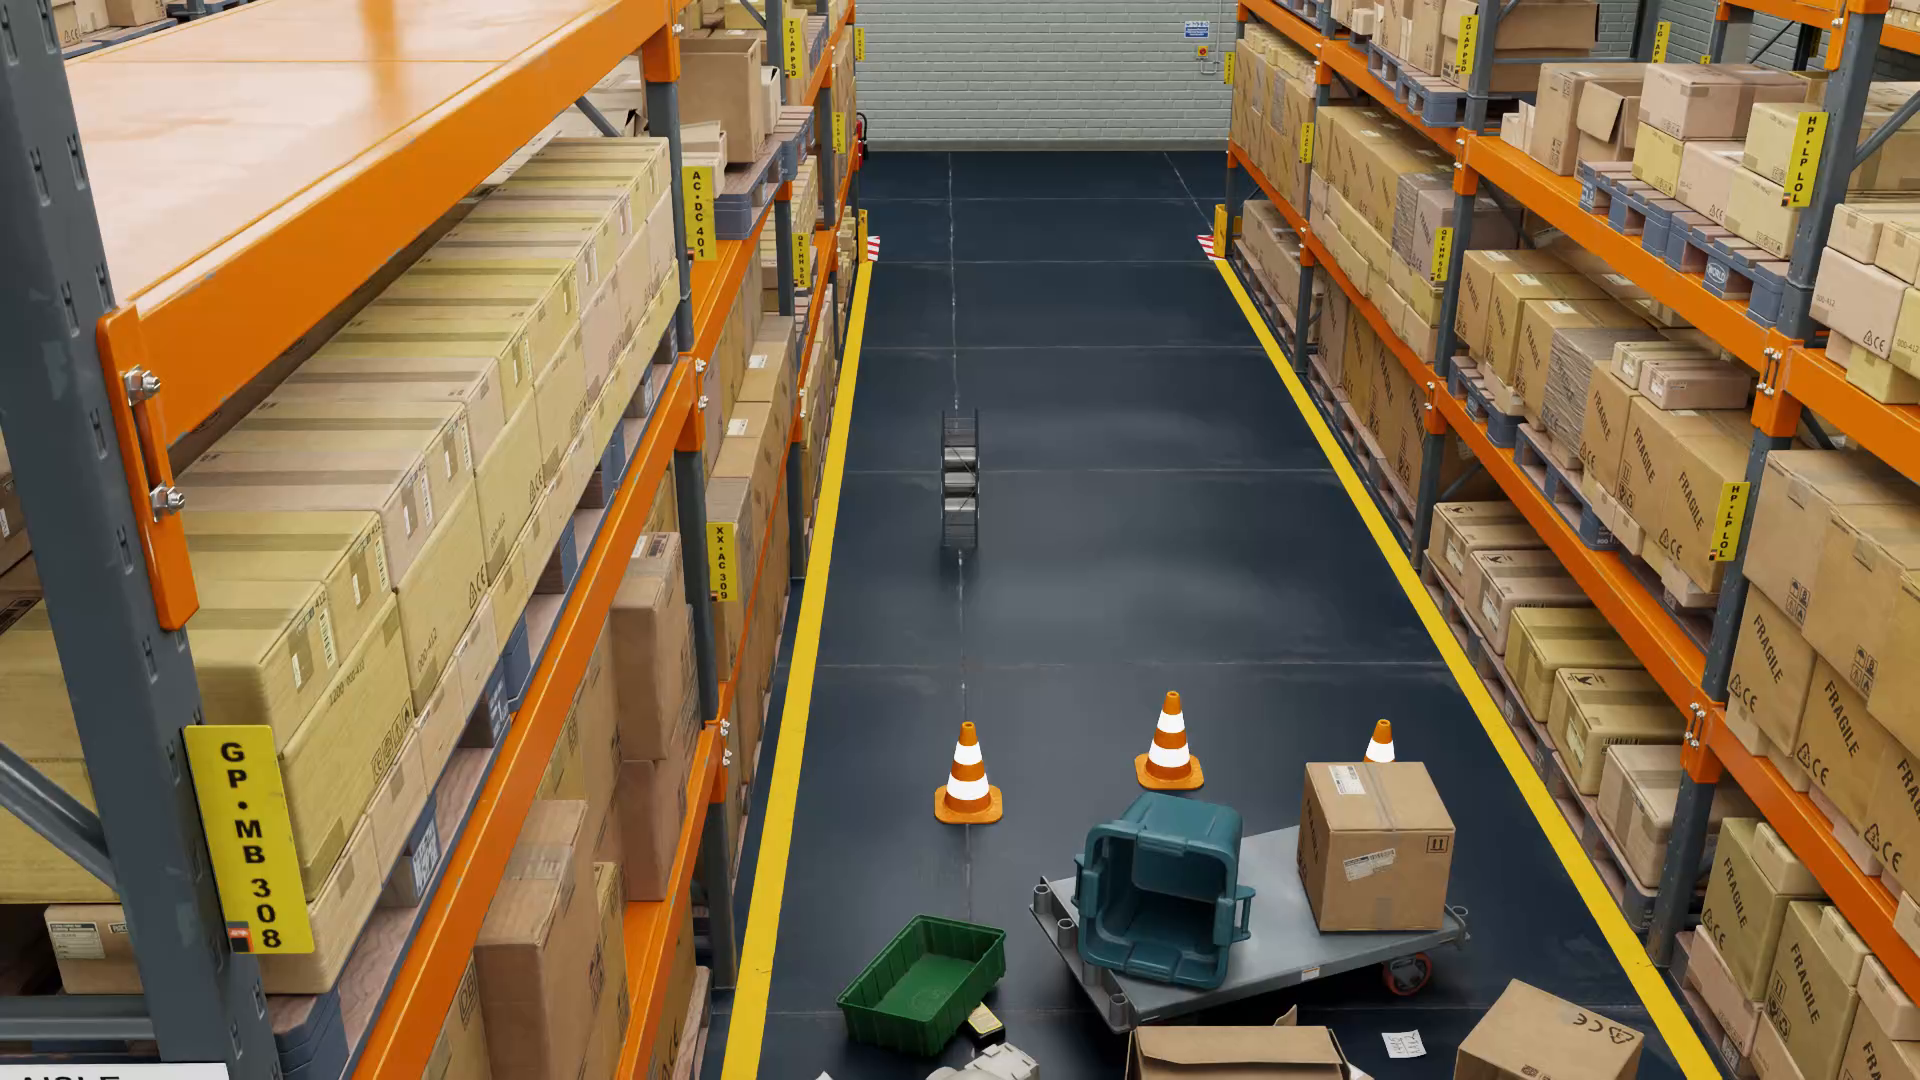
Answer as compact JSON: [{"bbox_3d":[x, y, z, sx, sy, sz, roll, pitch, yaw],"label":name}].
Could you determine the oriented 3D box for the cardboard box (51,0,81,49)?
[{"bbox_3d":[-6.501,-3.596,11.286,0.797,0.503,0.637,-1,24,-1],"label":"cardboard box"}]

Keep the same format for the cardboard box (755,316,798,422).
[{"bbox_3d":[-1.223,-0.991,9.680,0.500,0.500,0.500,0,24,-1],"label":"cardboard box"}]

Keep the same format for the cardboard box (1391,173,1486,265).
[{"bbox_3d":[3.171,-2.118,10.959,0.500,0.500,0.500,0,24,0],"label":"cardboard box"}]

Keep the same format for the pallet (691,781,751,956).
[{"bbox_3d":[-1.537,1.471,7.741,1.003,0.211,1.213,0,24,-1],"label":"pallet"}]

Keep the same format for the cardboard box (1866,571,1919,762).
[{"bbox_3d":[3.246,0.418,4.991,0.700,0.500,0.500,-1,24,-2],"label":"cardboard box"}]

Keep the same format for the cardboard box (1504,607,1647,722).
[{"bbox_3d":[3.467,0.661,8.827,0.950,0.372,0.625,1,24,1],"label":"cardboard box"}]

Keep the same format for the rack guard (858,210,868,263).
[{"bbox_3d":[-1.583,-3.256,17.843,1.175,0.500,0.348,0,24,-1],"label":"rack guard"}]

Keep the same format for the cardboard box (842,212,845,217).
[{"bbox_3d":[-1.380,-3.269,17.066,0.380,0.149,0.250,0,24,0],"label":"cardboard box"}]

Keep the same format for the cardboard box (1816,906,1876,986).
[{"bbox_3d":[3.181,1.386,5.674,0.380,0.149,0.250,1,24,1],"label":"cardboard box"}]

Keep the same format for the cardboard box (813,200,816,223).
[{"bbox_3d":[-1.334,-2.585,13.121,0.380,0.149,0.250,0,24,0],"label":"cardboard box"}]

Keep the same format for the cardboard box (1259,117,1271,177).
[{"bbox_3d":[3.126,-3.713,15.697,0.500,0.500,0.500,1,24,1],"label":"cardboard box"}]

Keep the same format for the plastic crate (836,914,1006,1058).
[{"bbox_3d":[-0.141,1.839,6.886,0.450,0.188,0.662,3,22,31],"label":"plastic crate"}]

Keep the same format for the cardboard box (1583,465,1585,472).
[{"bbox_3d":[3.317,-0.363,8.207,0.380,0.149,0.250,-1,24,-2],"label":"cardboard box"}]

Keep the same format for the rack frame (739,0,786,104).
[{"bbox_3d":[-1.497,-3.863,8.872,1.000,3.000,0.127,0,24,-1],"label":"rack frame"}]

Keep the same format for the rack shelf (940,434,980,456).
[{"bbox_3d":[0.000,-0.629,10.974,0.258,0.077,0.200,0,24,-1],"label":"rack shelf"}]

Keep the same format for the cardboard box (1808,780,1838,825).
[{"bbox_3d":[3.266,0.913,5.896,0.380,0.149,0.250,0,24,-1],"label":"cardboard box"}]

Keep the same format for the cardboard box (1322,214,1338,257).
[{"bbox_3d":[3.156,-2.378,13.050,0.500,0.250,0.500,-1,24,-2],"label":"cardboard box"}]

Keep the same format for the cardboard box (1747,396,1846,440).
[{"bbox_3d":[3.771,-0.319,7.323,0.500,0.500,0.500,0,24,0],"label":"cardboard box"}]

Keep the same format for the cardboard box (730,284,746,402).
[{"bbox_3d":[-1.487,-1.026,8.545,0.700,0.500,0.500,-1,24,-1],"label":"cardboard box"}]

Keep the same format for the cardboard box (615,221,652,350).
[{"bbox_3d":[-1.186,-0.743,4.802,0.500,0.250,0.500,0,24,-1],"label":"cardboard box"}]

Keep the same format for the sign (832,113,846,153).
[{"bbox_3d":[-0.985,-3.310,13.523,0.100,0.325,0.005,0,24,-1],"label":"sign"}]

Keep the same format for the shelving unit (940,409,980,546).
[{"bbox_3d":[0.000,-0.413,11.072,0.258,0.900,0.210,0,24,-1],"label":"shelving unit"}]

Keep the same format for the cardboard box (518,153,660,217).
[{"bbox_3d":[-1.128,-1.081,5.066,0.380,0.149,0.250,0,24,-1],"label":"cardboard box"}]

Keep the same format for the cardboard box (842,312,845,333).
[{"bbox_3d":[-1.226,-1.932,14.831,0.380,0.149,0.250,0,24,1],"label":"cardboard box"}]

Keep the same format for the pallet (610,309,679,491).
[{"bbox_3d":[-1.455,-0.471,5.119,1.003,0.211,1.213,0,24,-1],"label":"pallet"}]

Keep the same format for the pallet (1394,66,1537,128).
[{"bbox_3d":[3.392,-2.740,10.257,1.213,0.211,1.003,1,24,2],"label":"pallet"}]

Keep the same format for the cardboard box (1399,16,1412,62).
[{"bbox_3d":[3.087,-3.257,10.824,0.396,0.266,0.258,-1,24,-2],"label":"cardboard box"}]

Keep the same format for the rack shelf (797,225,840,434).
[{"bbox_3d":[-1.519,-1.626,12.079,1.077,0.370,4.000,0,24,-1],"label":"rack shelf"}]

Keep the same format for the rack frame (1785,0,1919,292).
[{"bbox_3d":[3.496,-2.279,5.369,1.000,3.000,0.127,0,24,-1],"label":"rack frame"}]

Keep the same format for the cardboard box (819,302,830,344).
[{"bbox_3d":[-1.287,-1.655,12.882,0.500,0.250,0.500,1,24,2],"label":"cardboard box"}]

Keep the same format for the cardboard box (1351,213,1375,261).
[{"bbox_3d":[3.151,-2.188,12.023,0.500,0.250,0.500,-1,24,-2],"label":"cardboard box"}]

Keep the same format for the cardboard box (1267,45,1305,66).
[{"bbox_3d":[3.066,-4.500,15.439,0.380,0.149,0.250,-1,24,-2],"label":"cardboard box"}]

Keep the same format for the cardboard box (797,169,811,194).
[{"bbox_3d":[-1.336,-2.744,12.751,0.380,0.149,0.250,-1,24,-2],"label":"cardboard box"}]

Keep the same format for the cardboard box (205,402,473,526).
[{"bbox_3d":[-1.102,-0.138,2.981,0.380,0.149,0.250,0,24,0],"label":"cardboard box"}]

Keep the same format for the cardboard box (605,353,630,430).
[{"bbox_3d":[-1.118,-0.404,4.537,0.380,0.149,0.250,0,24,0],"label":"cardboard box"}]

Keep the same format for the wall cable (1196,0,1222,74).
[{"bbox_3d":[3.280,-7.291,22.460,0.585,1.953,0.123,0,24,-1],"label":"wall cable"}]

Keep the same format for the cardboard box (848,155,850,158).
[{"bbox_3d":[-1.289,-3.868,16.467,0.380,0.149,0.250,0,24,1],"label":"cardboard box"}]

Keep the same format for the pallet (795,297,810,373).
[{"bbox_3d":[-1.611,-1.336,10.796,1.213,0.211,1.003,0,24,-1],"label":"pallet"}]

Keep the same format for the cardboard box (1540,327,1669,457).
[{"bbox_3d":[3.248,-0.740,8.255,0.500,0.500,0.500,-1,24,-3],"label":"cardboard box"}]

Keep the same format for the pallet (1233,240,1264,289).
[{"bbox_3d":[3.452,-2.891,17.385,1.003,0.211,1.213,0,24,-1],"label":"pallet"}]

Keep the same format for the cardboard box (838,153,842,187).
[{"bbox_3d":[-1.306,-3.368,14.575,0.500,0.500,0.500,0,24,-1],"label":"cardboard box"}]

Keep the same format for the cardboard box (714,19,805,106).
[{"bbox_3d":[-1.249,-2.985,10.448,0.500,0.500,0.500,0,24,-1],"label":"cardboard box"}]

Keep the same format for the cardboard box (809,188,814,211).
[{"bbox_3d":[-1.335,-2.617,12.830,0.380,0.149,0.250,1,24,2],"label":"cardboard box"}]

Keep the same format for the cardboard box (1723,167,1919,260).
[{"bbox_3d":[3.344,-1.275,6.462,0.500,0.250,0.500,-1,24,-2],"label":"cardboard box"}]

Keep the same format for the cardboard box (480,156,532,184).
[{"bbox_3d":[-1.621,-1.307,6.412,0.500,0.250,0.500,0,24,0],"label":"cardboard box"}]

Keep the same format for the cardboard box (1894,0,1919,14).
[{"bbox_3d":[8.116,-4.498,13.735,0.500,0.250,0.500,0,24,0],"label":"cardboard box"}]

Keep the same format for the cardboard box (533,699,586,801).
[{"bbox_3d":[-1.479,0.778,4.398,0.875,0.550,0.500,0,24,-1],"label":"cardboard box"}]

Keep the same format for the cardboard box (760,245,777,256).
[{"bbox_3d":[-1.314,-1.780,10.619,0.380,0.149,0.250,-1,24,-2],"label":"cardboard box"}]

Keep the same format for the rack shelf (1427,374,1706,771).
[{"bbox_3d":[3.474,-0.042,8.576,1.077,0.370,4.000,0,24,-1],"label":"rack shelf"}]

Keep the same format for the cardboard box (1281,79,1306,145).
[{"bbox_3d":[3.130,-3.746,14.557,0.500,0.500,0.500,-1,24,-1],"label":"cardboard box"}]

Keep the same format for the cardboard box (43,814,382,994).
[{"bbox_3d":[-1.093,0.535,2.462,0.380,0.149,0.250,0,24,0],"label":"cardboard box"}]

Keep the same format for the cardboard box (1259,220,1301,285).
[{"bbox_3d":[3.490,-2.866,16.546,0.875,0.438,0.875,0,24,1],"label":"cardboard box"}]

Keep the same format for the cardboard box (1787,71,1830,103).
[{"bbox_3d":[8.080,-4.117,15.624,0.500,0.500,0.500,0,24,1],"label":"cardboard box"}]
